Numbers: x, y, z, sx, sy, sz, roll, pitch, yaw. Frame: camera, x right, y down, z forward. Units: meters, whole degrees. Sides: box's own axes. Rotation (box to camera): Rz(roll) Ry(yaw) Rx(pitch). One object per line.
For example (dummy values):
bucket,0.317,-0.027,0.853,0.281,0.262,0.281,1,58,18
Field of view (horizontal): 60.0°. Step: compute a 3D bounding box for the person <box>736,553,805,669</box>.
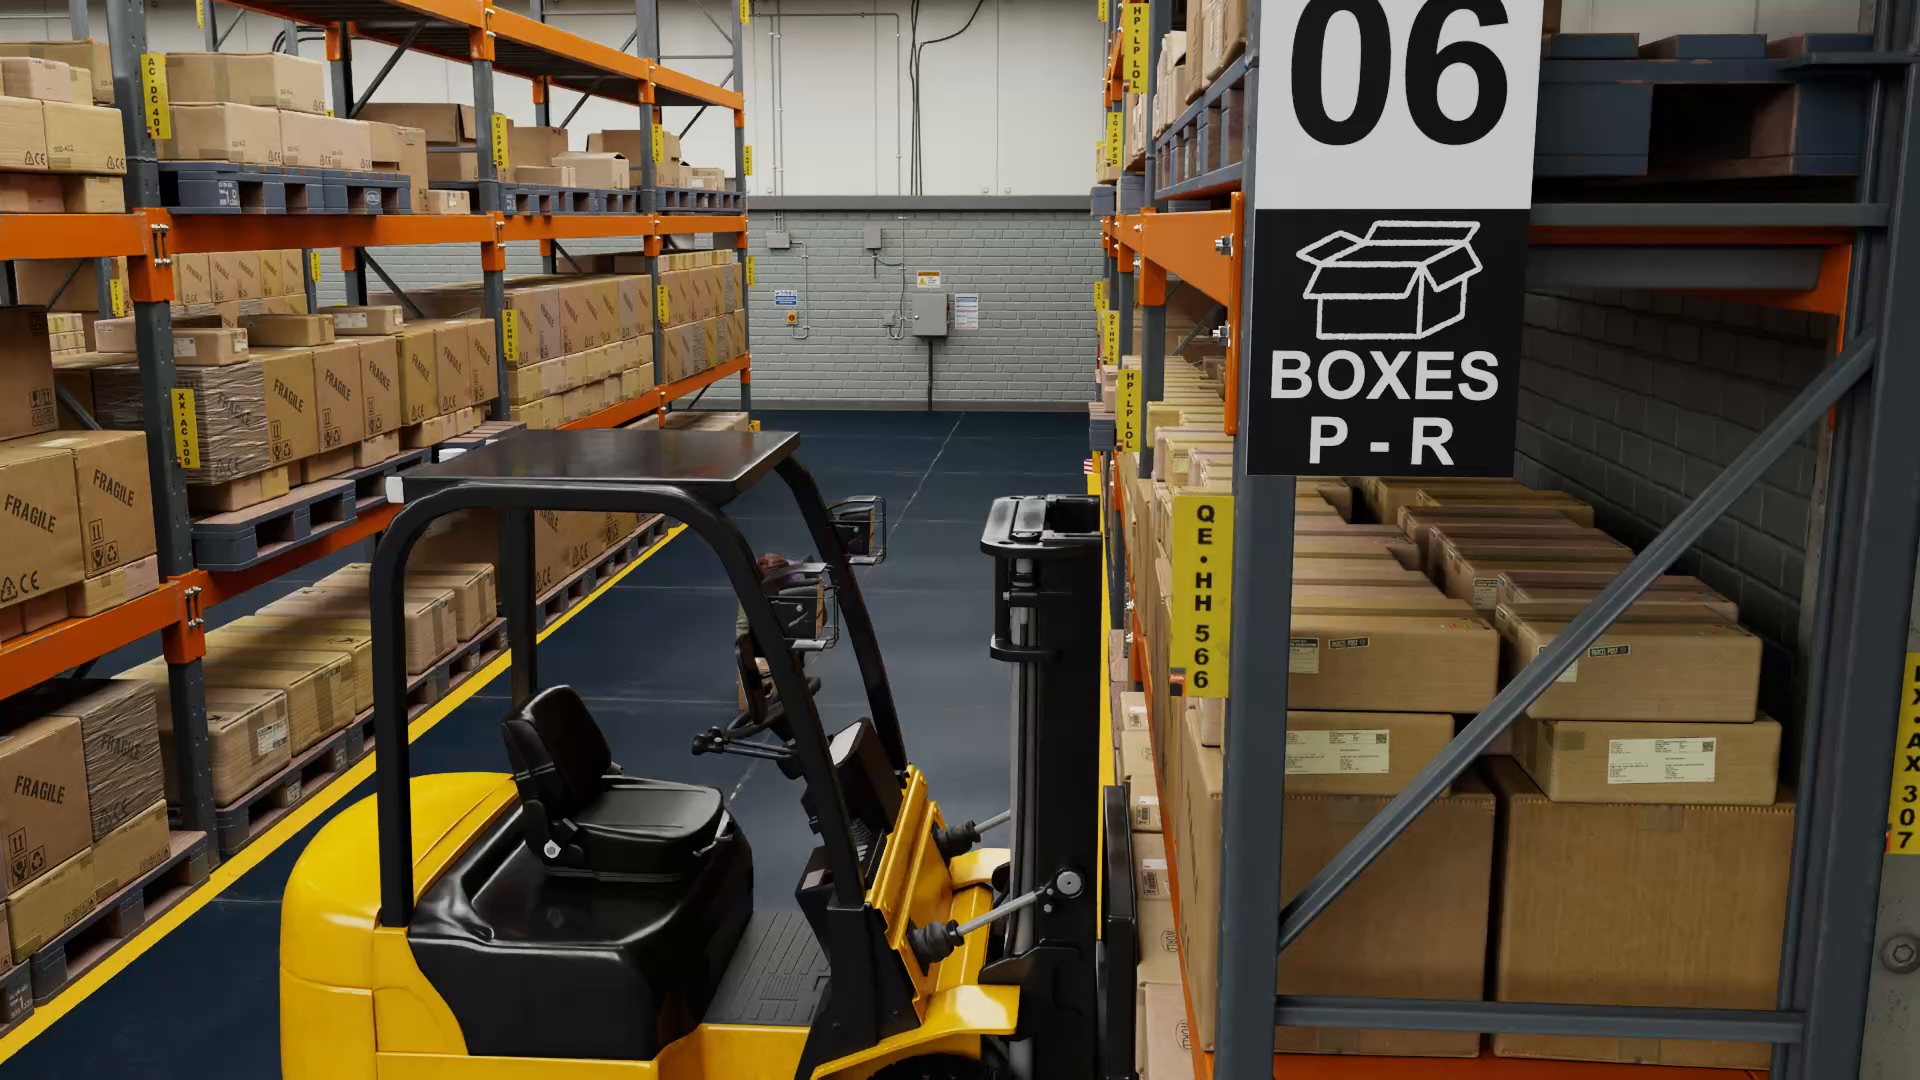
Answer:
person,-1.106,0.461,9.977,0.449,0.878,0.797,1,11,4
